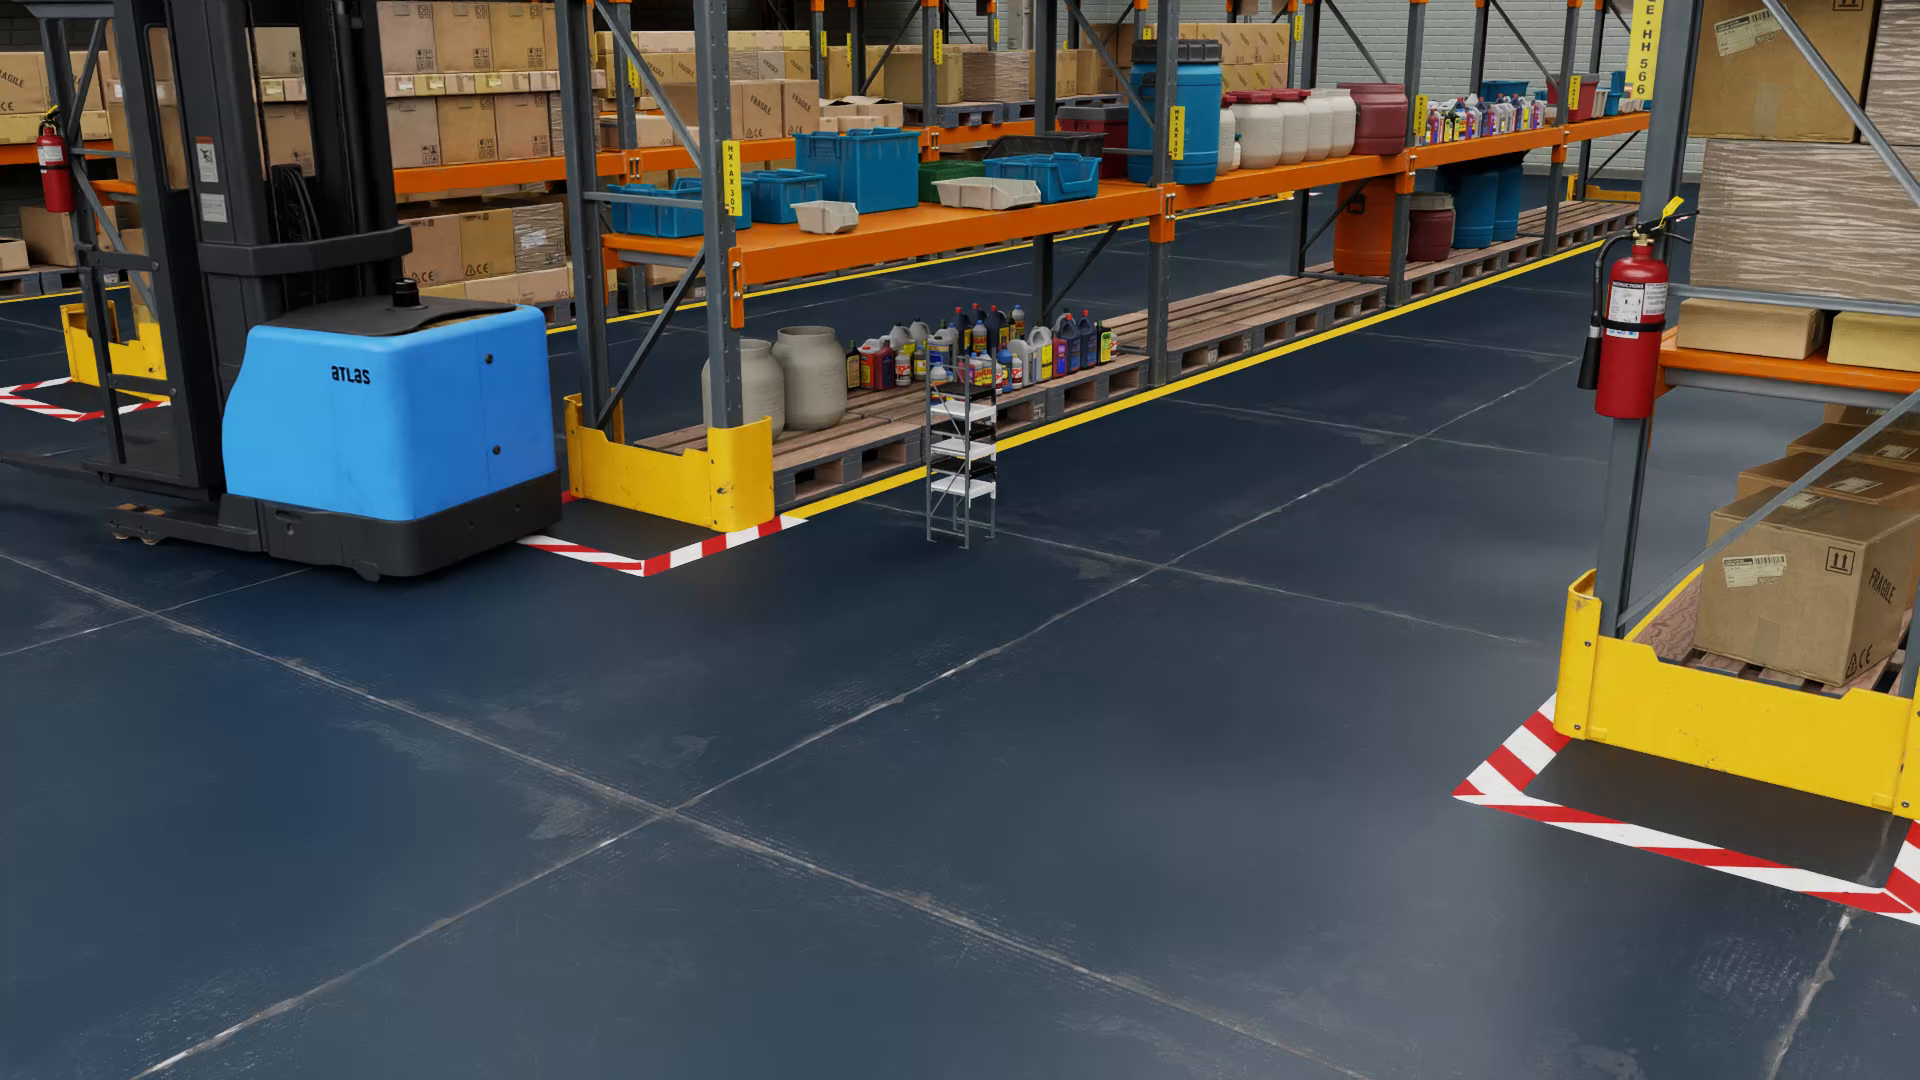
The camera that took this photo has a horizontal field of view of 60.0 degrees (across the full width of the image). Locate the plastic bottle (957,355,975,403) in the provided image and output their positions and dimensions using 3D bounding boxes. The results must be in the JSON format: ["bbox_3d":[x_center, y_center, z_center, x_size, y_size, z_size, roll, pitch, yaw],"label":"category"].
[{"bbox_3d":[0.026,-0.918,9.481,0.061,0.283,0.133,13,21,36],"label":"plastic bottle"}]

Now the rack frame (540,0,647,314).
[{"bbox_3d":[-3.046,-3.407,13.656,1.000,3.000,0.127,12,21,35],"label":"rack frame"}]

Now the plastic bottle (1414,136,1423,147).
[{"bbox_3d":[3.830,-3.470,14.069,0.152,0.276,0.135,12,21,35],"label":"plastic bottle"}]

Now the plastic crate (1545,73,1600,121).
[{"bbox_3d":[6.429,-4.664,17.494,0.402,0.464,0.583,12,21,35],"label":"plastic crate"}]

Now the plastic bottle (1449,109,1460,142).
[{"bbox_3d":[4.360,-3.663,14.677,0.061,0.283,0.133,12,21,35],"label":"plastic bottle"}]

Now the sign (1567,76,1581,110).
[{"bbox_3d":[6.137,-4.471,16.615,0.100,0.325,0.005,12,21,35],"label":"sign"}]

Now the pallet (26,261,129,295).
[{"bbox_3d":[-8.125,-2.492,15.411,1.003,0.211,1.213,12,21,35],"label":"pallet"}]

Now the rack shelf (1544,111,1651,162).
[{"bbox_3d":[6.888,-4.569,18.611,1.077,0.370,4.000,12,21,35],"label":"rack shelf"}]

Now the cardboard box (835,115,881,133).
[{"bbox_3d":[-0.977,-3.976,15.915,0.380,0.149,0.250,12,21,35],"label":"cardboard box"}]

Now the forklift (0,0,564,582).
[{"bbox_3d":[-3.418,-1.505,7.648,3.031,2.935,1.130,8,19,25],"label":"forklift"}]

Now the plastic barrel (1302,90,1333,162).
[{"bbox_3d":[2.620,-3.154,12.653,0.421,0.512,0.421,0,17,0],"label":"plastic barrel"}]

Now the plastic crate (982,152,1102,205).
[{"bbox_3d":[0.488,-2.148,9.854,0.499,0.251,0.616,12,21,35],"label":"plastic crate"}]

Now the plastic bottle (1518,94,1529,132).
[{"bbox_3d":[5.411,-4.136,16.087,0.144,0.351,0.185,12,21,35],"label":"plastic bottle"}]

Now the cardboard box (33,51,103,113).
[{"bbox_3d":[-7.971,-4.048,14.676,0.500,0.500,0.500,13,22,36],"label":"cardboard box"}]

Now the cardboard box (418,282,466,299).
[{"bbox_3d":[-4.037,-1.787,12.368,0.500,0.250,0.500,12,21,35],"label":"cardboard box"}]

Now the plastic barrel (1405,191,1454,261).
[{"bbox_3d":[4.263,-2.921,15.449,0.600,0.588,0.708,12,21,35],"label":"plastic barrel"}]

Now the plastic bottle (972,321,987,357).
[{"bbox_3d":[0.126,-1.263,10.611,0.097,0.271,0.097,0,17,0],"label":"plastic bottle"}]

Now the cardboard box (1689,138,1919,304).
[{"bbox_3d":[2.874,-1.019,5.296,0.875,0.500,0.500,12,21,35],"label":"cardboard box"}]

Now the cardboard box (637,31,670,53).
[{"bbox_3d":[-3.847,-5.982,19.981,0.500,0.250,0.500,12,21,34],"label":"cardboard box"}]

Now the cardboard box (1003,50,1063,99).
[{"bbox_3d":[0.717,-5.129,18.325,0.700,0.500,0.500,7,19,21],"label":"cardboard box"}]

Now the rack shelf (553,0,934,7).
[{"bbox_3d":[-1.855,-4.972,14.852,1.077,0.370,4.000,12,21,35],"label":"rack shelf"}]

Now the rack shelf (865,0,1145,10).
[{"bbox_3d":[0.529,-5.925,17.920,1.077,0.370,4.000,12,21,35],"label":"rack shelf"}]

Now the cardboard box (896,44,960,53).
[{"bbox_3d":[-0.597,-6.984,24.670,0.980,0.700,0.700,12,21,34],"label":"cardboard box"}]

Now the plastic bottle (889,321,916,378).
[{"bbox_3d":[-0.361,-1.166,10.166,0.144,0.351,0.185,13,22,37],"label":"plastic bottle"}]

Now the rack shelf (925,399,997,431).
[{"bbox_3d":[0.005,-0.572,7.573,0.258,0.077,0.200,12,21,35],"label":"rack shelf"}]

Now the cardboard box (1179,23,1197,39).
[{"bbox_3d":[2.534,-6.023,20.226,0.500,0.500,0.500,12,21,33],"label":"cardboard box"}]

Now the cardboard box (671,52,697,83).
[{"bbox_3d":[-3.533,-5.745,20.482,0.500,0.500,0.500,12,21,34],"label":"cardboard box"}]

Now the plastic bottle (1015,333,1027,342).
[{"bbox_3d":[0.373,-1.129,10.158,0.061,0.283,0.133,12,21,35],"label":"plastic bottle"}]

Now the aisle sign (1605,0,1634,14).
[{"bbox_3d":[7.884,-6.700,19.877,0.394,0.787,0.004,12,21,35],"label":"aisle sign"}]

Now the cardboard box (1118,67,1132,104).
[{"bbox_3d":[2.243,-5.433,20.013,0.500,0.500,0.500,13,22,36],"label":"cardboard box"}]

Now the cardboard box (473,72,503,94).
[{"bbox_3d":[-3.644,-3.420,12.436,0.380,0.149,0.250,12,21,34],"label":"cardboard box"}]

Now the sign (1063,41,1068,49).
[{"bbox_3d":[1.280,-5.820,19.967,0.100,0.325,0.005,12,21,35],"label":"sign"}]

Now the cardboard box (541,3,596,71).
[{"bbox_3d":[-3.306,-3.967,13.105,0.700,0.500,0.500,13,21,35],"label":"cardboard box"}]

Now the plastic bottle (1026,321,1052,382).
[{"bbox_3d":[0.470,-1.149,10.110,0.144,0.351,0.185,12,21,34],"label":"plastic bottle"}]

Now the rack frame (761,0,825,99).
[{"bbox_3d":[-2.260,-6.187,22.608,1.000,3.000,0.127,12,21,35],"label":"rack frame"}]

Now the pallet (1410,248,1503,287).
[{"bbox_3d":[4.476,-2.636,15.876,1.003,0.211,1.213,12,21,35],"label":"pallet"}]

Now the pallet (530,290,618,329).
[{"bbox_3d":[-3.554,-1.893,13.484,1.003,0.211,1.213,12,21,35],"label":"pallet"}]

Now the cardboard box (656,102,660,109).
[{"bbox_3d":[-3.827,-5.350,20.302,0.380,0.149,0.250,12,21,34],"label":"cardboard box"}]

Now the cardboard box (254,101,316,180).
[{"bbox_3d":[-4.832,-2.737,11.330,0.700,0.500,0.500,13,22,36],"label":"cardboard box"}]

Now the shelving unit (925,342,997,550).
[{"bbox_3d":[0.005,-0.432,7.617,0.258,0.900,0.210,12,21,35],"label":"shelving unit"}]

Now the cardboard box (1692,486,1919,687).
[{"bbox_3d":[2.909,0.145,5.726,0.500,0.500,0.500,-15,23,-40],"label":"cardboard box"}]

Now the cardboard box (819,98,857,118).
[{"bbox_3d":[-1.352,-4.138,16.162,0.500,0.311,0.500,12,21,34],"label":"cardboard box"}]

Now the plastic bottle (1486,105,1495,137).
[{"bbox_3d":[4.883,-3.872,15.350,0.061,0.283,0.133,12,21,35],"label":"plastic bottle"}]

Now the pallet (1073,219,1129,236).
[{"bbox_3d":[1.266,-3.780,19.560,1.003,0.211,1.213,12,21,35],"label":"pallet"}]

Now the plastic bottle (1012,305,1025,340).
[{"bbox_3d":[0.387,-1.439,11.179,0.097,0.271,0.097,0,17,0],"label":"plastic bottle"}]

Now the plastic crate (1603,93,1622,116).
[{"bbox_3d":[7.062,-4.803,18.334,0.416,0.233,0.300,12,21,35],"label":"plastic crate"}]

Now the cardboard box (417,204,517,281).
[{"bbox_3d":[-3.749,-2.266,12.648,0.500,0.500,0.500,12,21,35],"label":"cardboard box"}]

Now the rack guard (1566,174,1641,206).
[{"bbox_3d":[8.083,-4.203,20.435,1.175,0.500,0.348,12,21,35],"label":"rack guard"}]

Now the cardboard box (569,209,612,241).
[{"bbox_3d":[-3.035,-2.709,14.392,0.500,0.311,0.500,12,21,35],"label":"cardboard box"}]

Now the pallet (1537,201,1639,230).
[{"bbox_3d":[7.557,-3.867,19.842,1.003,0.211,1.213,12,21,35],"label":"pallet"}]

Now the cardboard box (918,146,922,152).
[{"bbox_3d":[-0.811,-5.723,24.621,0.700,0.500,0.500,12,21,33],"label":"cardboard box"}]
